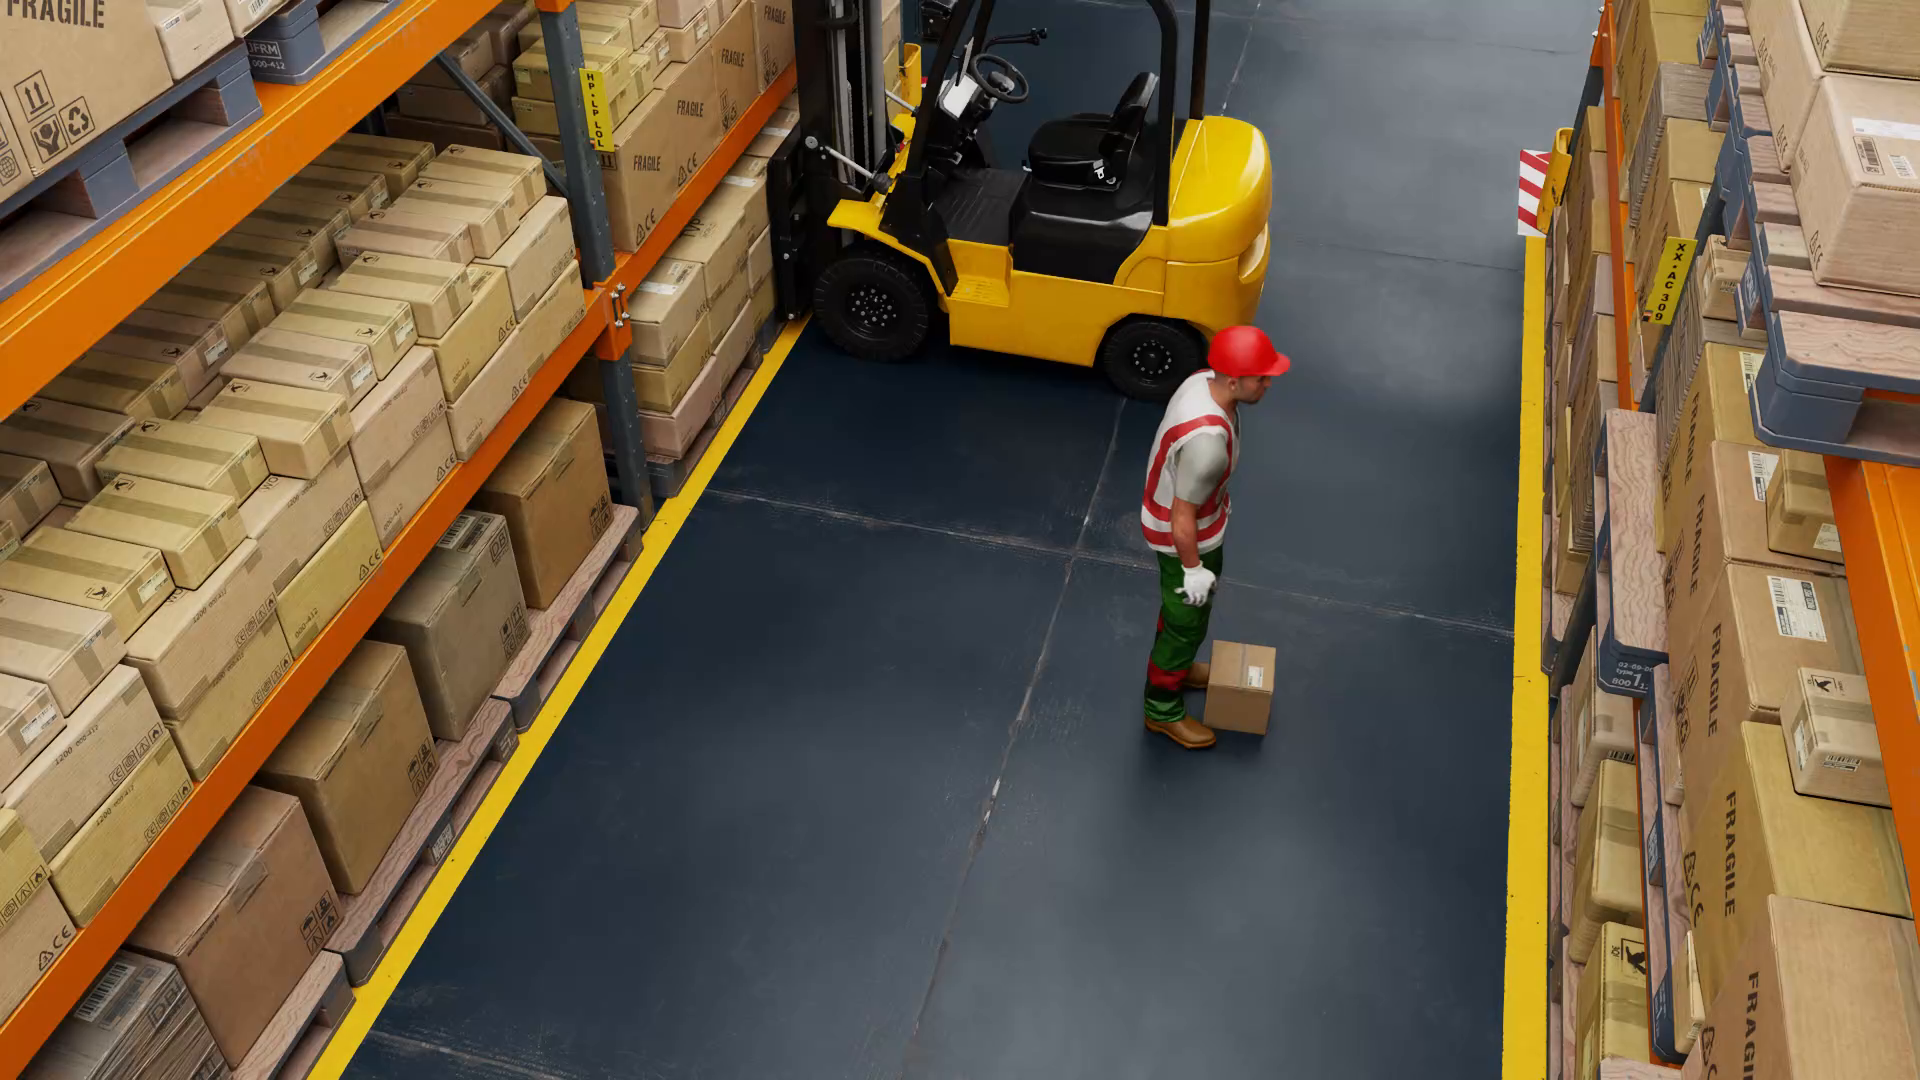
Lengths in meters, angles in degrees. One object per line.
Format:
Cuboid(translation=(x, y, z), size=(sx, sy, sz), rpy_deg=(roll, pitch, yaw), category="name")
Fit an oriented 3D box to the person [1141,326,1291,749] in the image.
Cuboid(translation=(0.900, -0.032, 6.184), size=(0.456, 1.778, 0.617), rpy_deg=(9, 42, 11), category="person")
